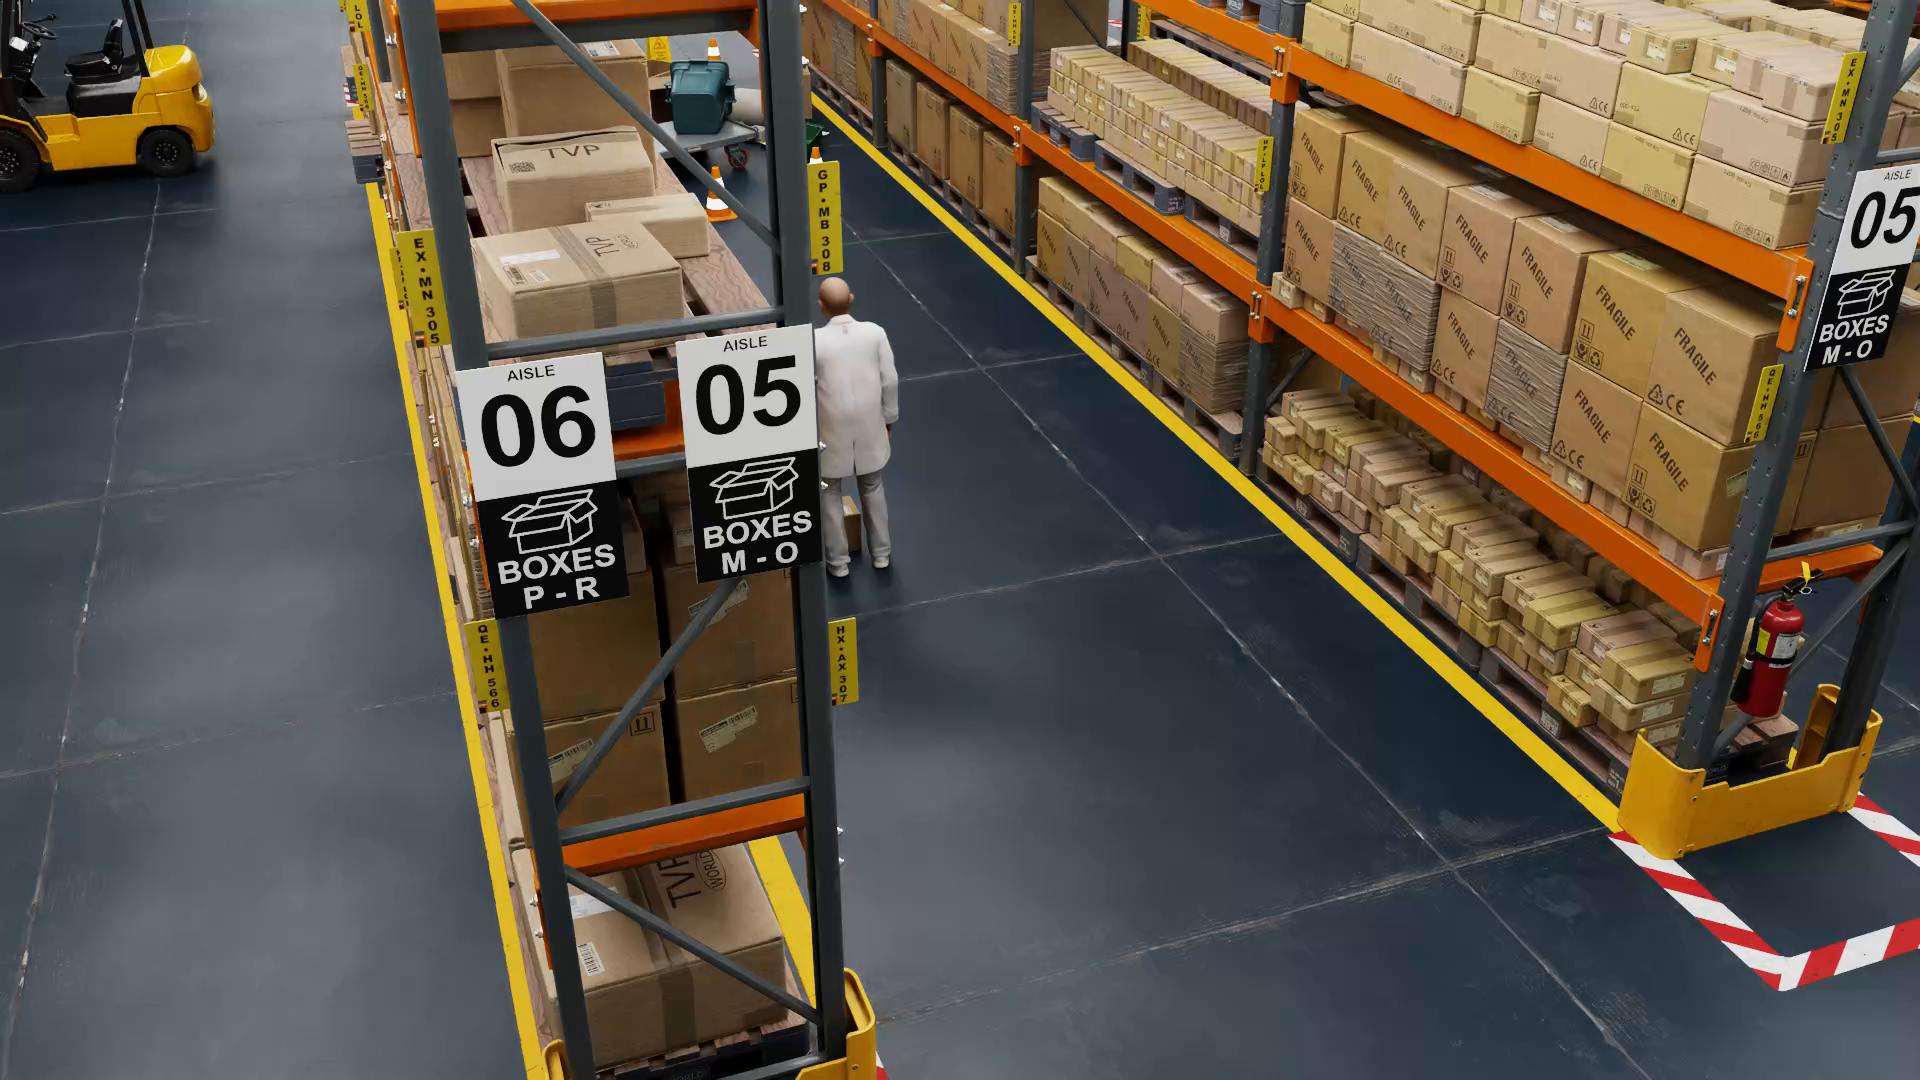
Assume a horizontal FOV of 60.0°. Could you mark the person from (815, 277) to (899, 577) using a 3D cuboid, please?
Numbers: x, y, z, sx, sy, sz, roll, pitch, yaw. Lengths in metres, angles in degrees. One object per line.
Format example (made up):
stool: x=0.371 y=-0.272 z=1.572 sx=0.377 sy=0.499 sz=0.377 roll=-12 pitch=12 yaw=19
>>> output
person: x=-0.656 y=-0.641 z=9.500 sx=0.643 sy=1.775 sz=0.422 roll=-10 pitch=31 yaw=-17
